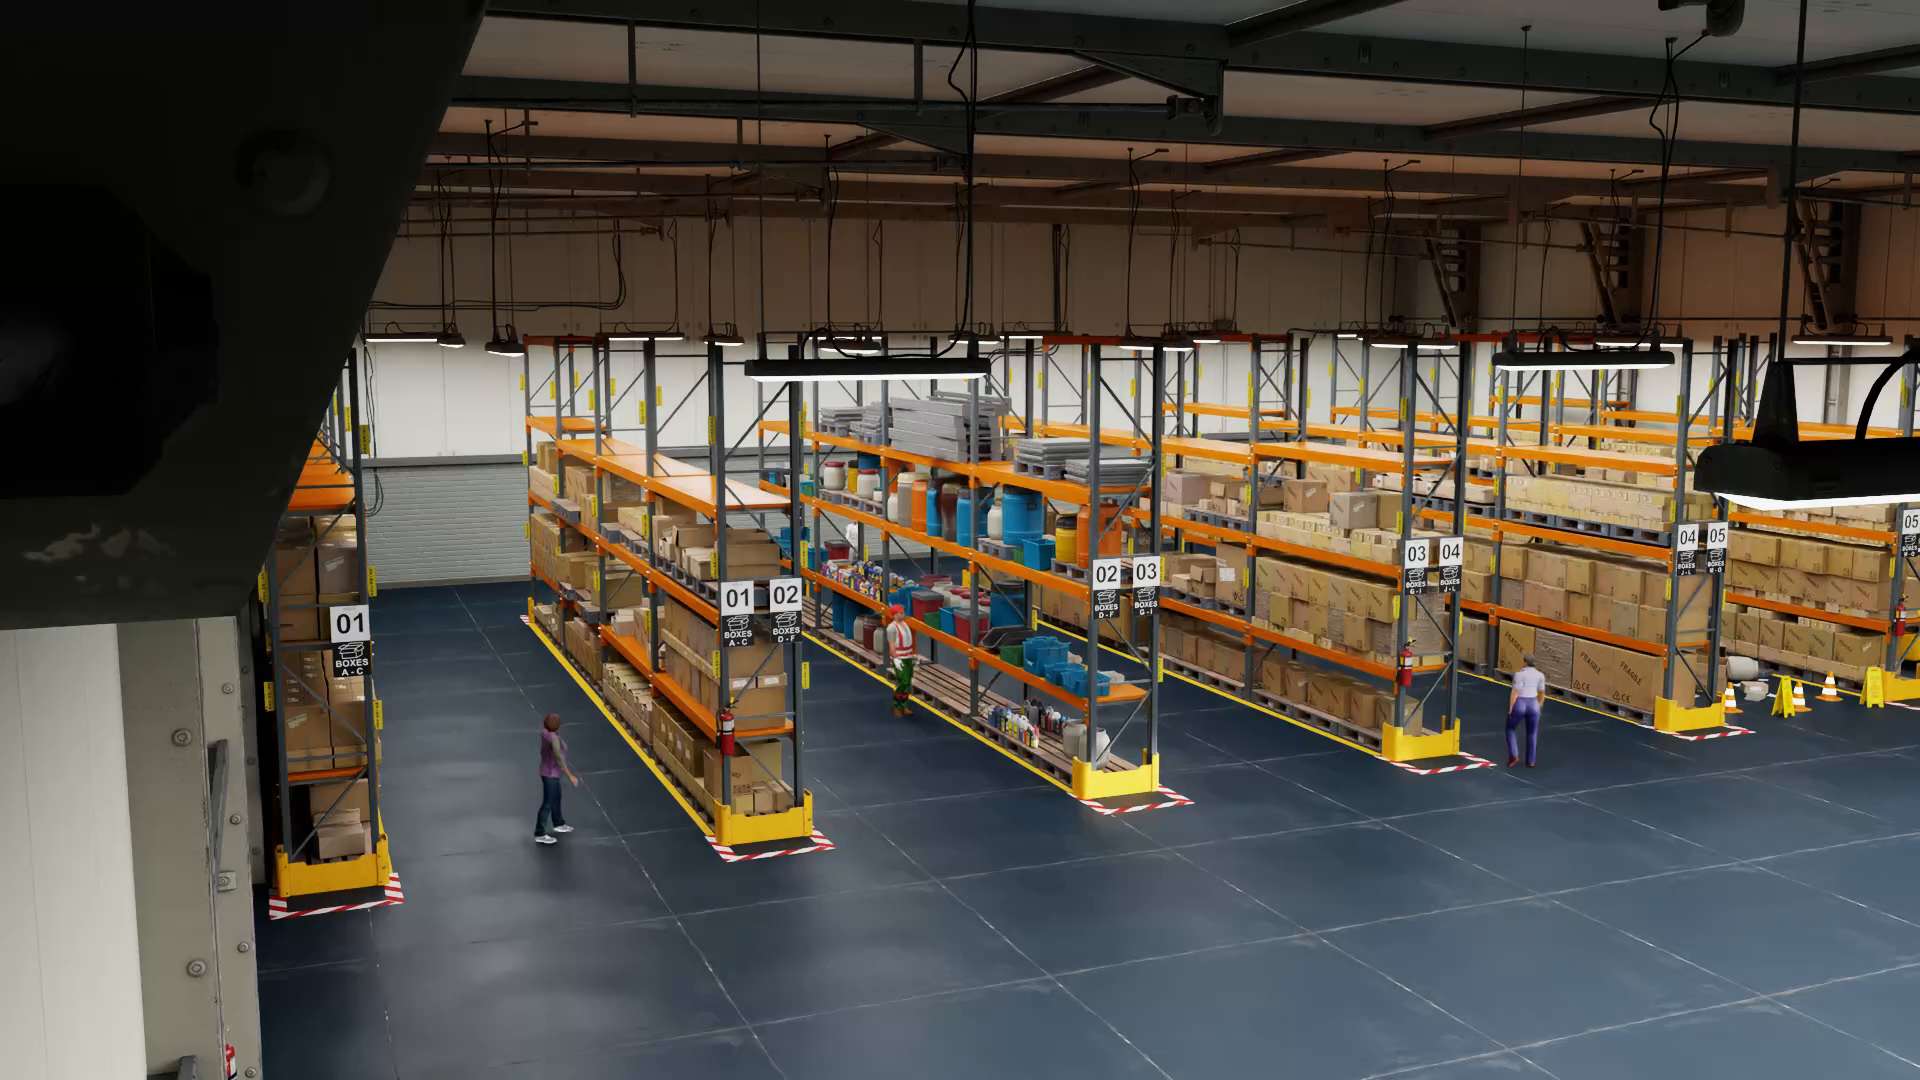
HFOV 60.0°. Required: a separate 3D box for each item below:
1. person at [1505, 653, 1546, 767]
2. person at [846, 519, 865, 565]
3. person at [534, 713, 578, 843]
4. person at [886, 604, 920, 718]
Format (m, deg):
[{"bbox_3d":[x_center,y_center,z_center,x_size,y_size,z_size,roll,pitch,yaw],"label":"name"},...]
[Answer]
[{"bbox_3d":[8.016,2.413,23.536,0.506,1.688,0.397,1,8,9],"label":"person"},{"bbox_3d":[-2.540,0.154,40.171,0.505,1.659,0.749,-4,8,-26],"label":"person"},{"bbox_3d":[-4.964,2.876,20.286,0.534,1.605,0.579,-3,8,-21],"label":"person"},{"bbox_3d":[-0.900,1.930,26.665,0.428,1.819,0.585,6,9,36],"label":"person"}]
